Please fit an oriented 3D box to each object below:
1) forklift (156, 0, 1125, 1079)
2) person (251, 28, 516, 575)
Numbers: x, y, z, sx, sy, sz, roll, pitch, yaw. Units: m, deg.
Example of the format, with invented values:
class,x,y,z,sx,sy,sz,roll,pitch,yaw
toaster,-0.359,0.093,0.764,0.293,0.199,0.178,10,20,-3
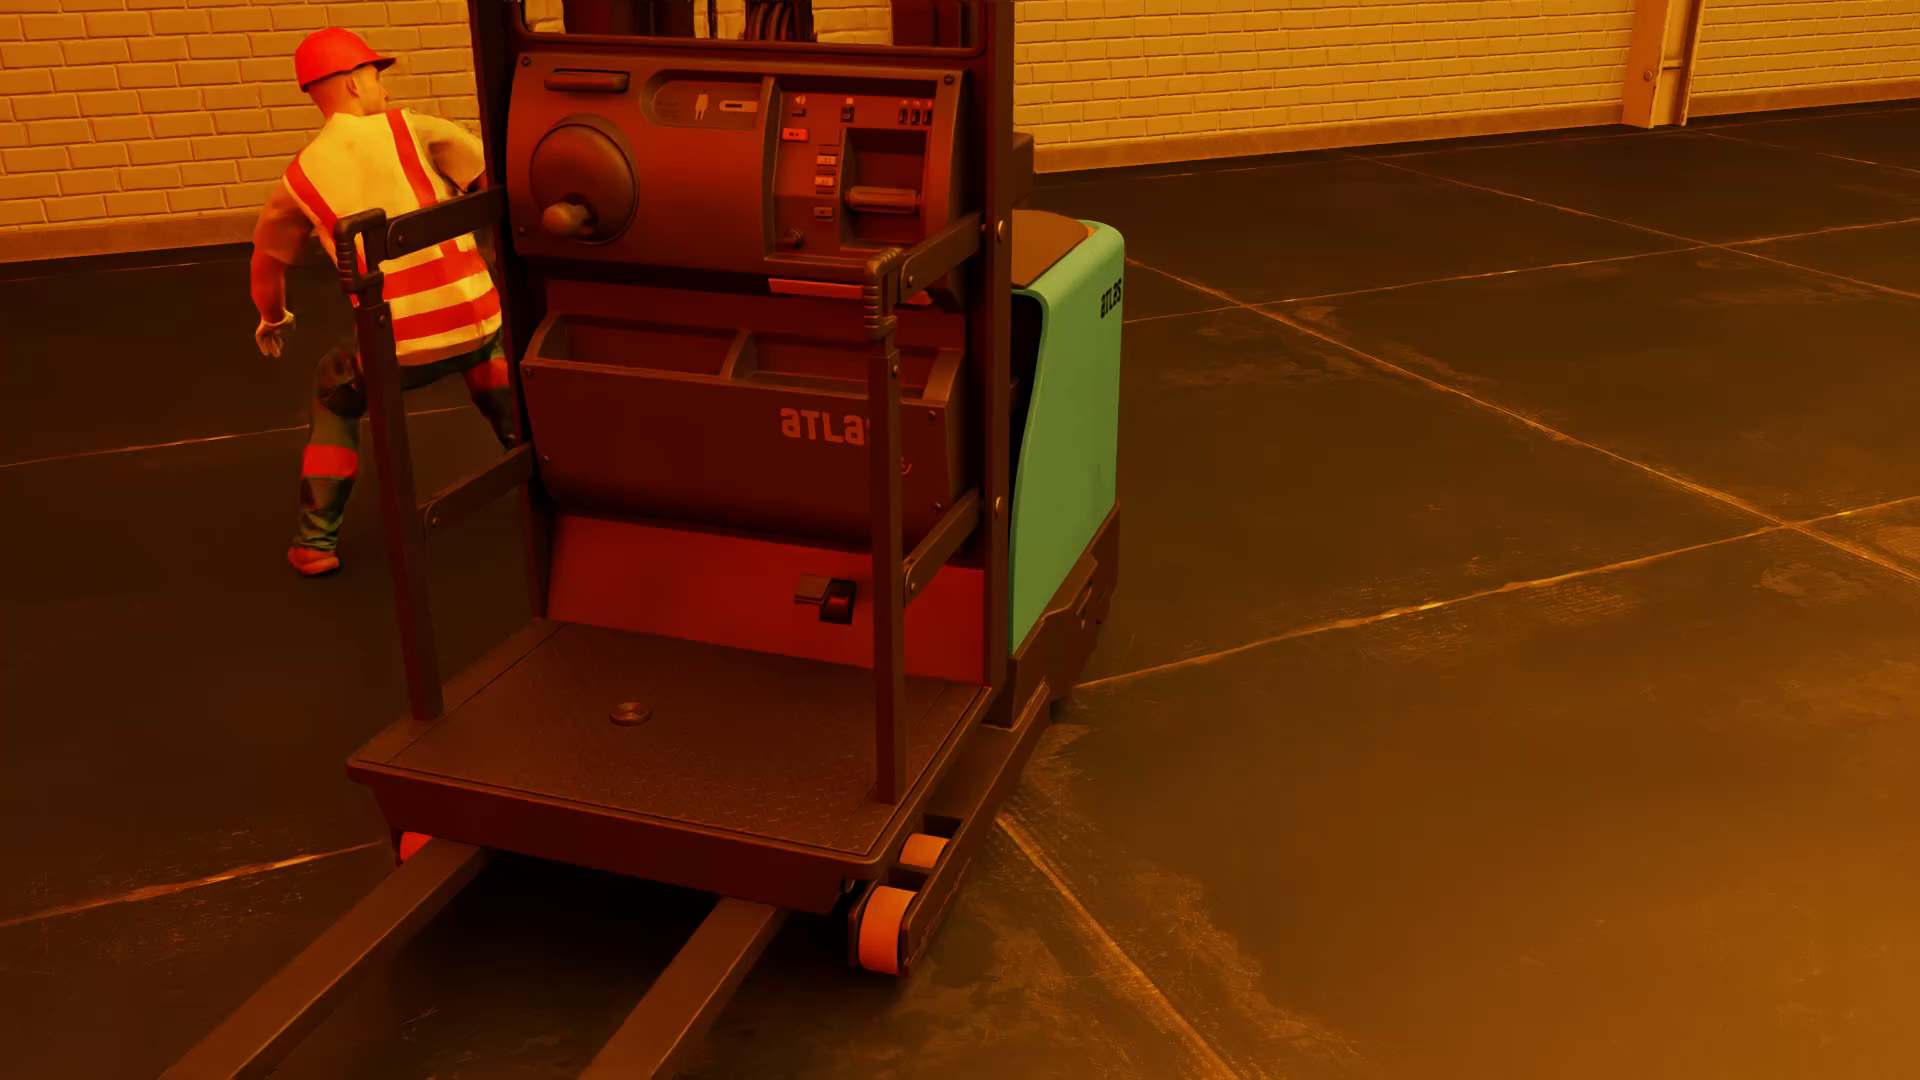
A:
class,x,y,z,sx,sy,sz,roll,pitch,yaw
forklift,-0.511,-0.707,2.989,1.130,2.935,3.031,7,24,17
person,-1.640,-0.684,4.841,0.833,1.539,0.678,-9,24,-21
